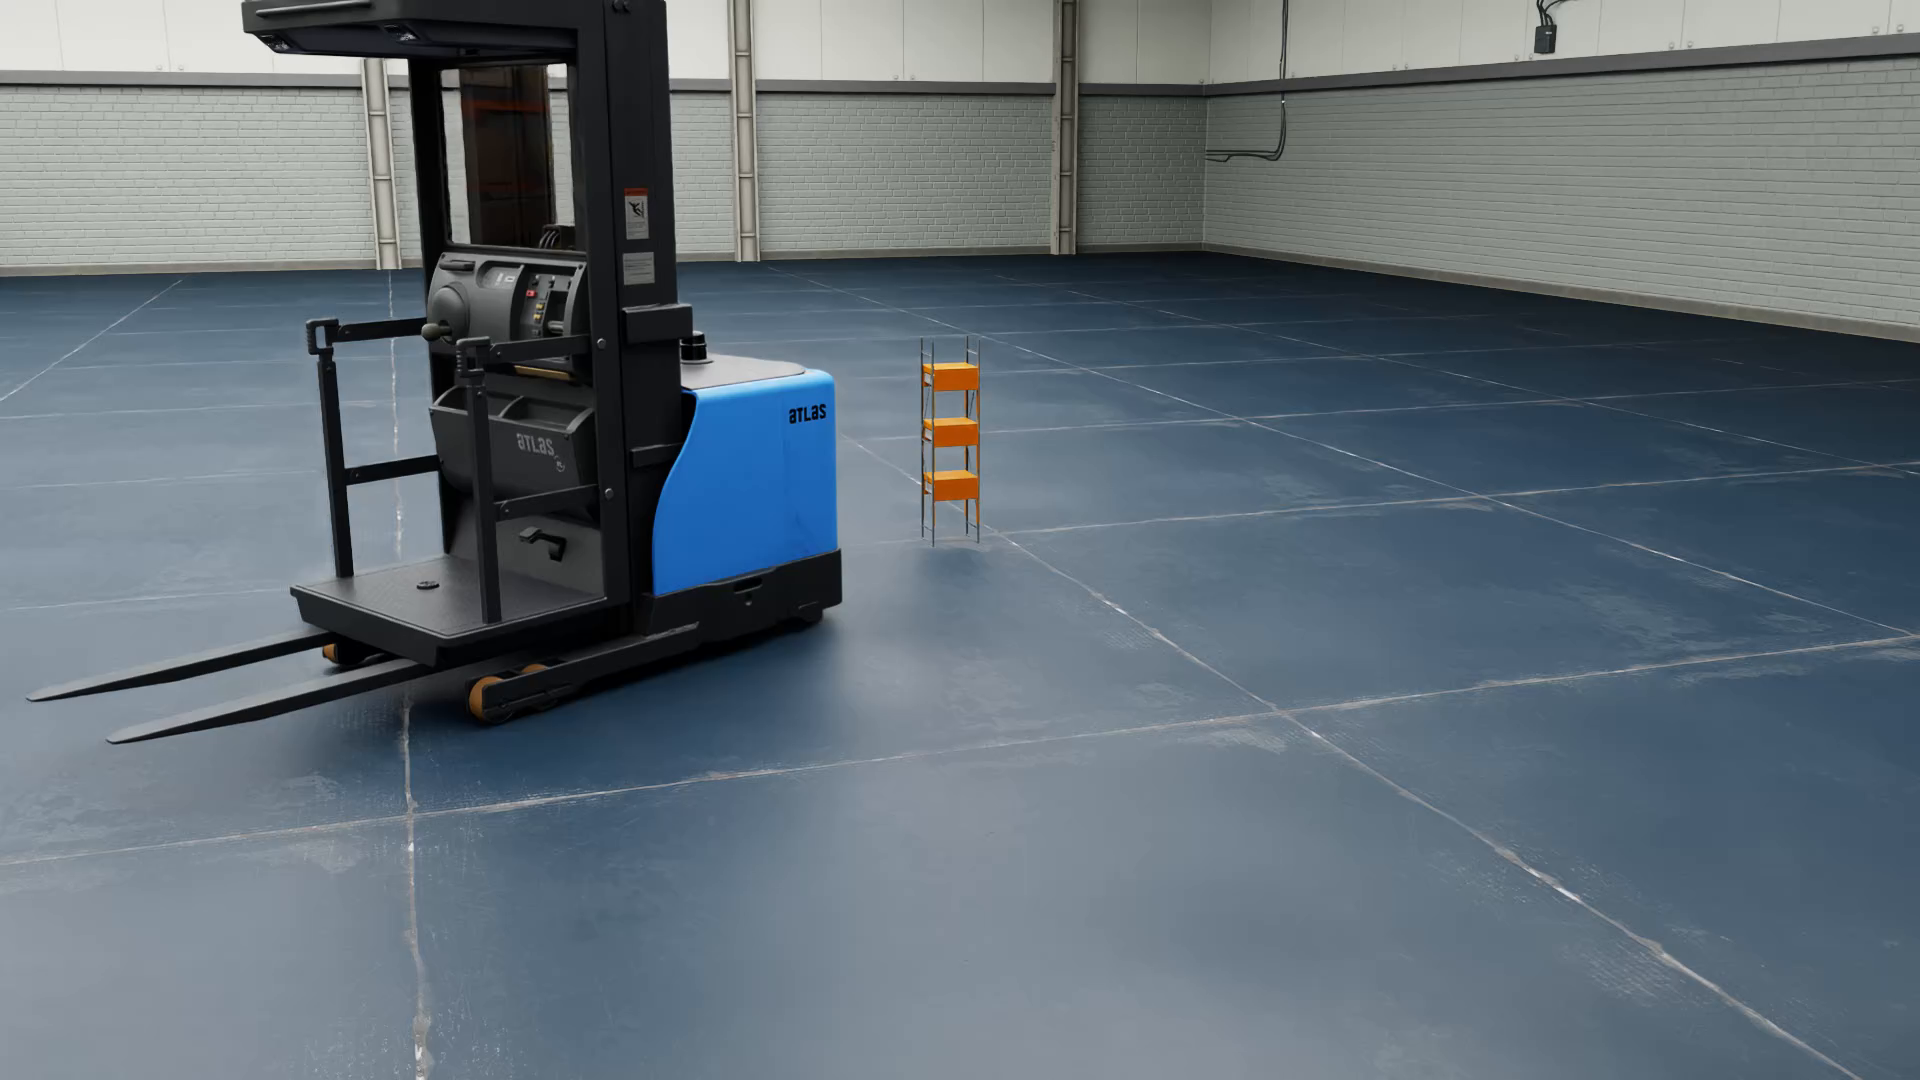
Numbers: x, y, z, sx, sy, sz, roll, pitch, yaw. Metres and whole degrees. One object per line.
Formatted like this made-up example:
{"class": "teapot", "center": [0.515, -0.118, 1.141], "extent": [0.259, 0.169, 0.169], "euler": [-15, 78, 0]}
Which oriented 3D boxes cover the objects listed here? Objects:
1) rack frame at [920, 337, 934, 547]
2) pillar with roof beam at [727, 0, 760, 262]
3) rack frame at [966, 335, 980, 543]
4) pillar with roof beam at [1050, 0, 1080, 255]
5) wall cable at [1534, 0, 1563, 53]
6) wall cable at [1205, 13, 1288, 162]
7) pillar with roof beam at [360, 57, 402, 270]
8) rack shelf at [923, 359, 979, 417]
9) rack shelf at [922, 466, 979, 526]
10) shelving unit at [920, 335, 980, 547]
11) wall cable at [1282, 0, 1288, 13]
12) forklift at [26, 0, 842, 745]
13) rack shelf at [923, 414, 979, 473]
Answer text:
{"class": "rack frame", "center": [-0.166, -0.498, 8.467], "extent": [0.008, 1.050, 0.200], "euler": [-4, 14, -18]}
{"class": "pillar with roof beam", "center": [-2.381, -8.365, 24.365], "extent": [0.400, 9.000, 9.100], "euler": [-4, 14, -18]}
{"class": "rack frame", "center": [0.065, -0.516, 8.543], "extent": [0.008, 1.050, 0.200], "euler": [-4, 14, -18]}
{"class": "pillar with roof beam", "center": [3.306, -8.808, 26.227], "extent": [0.400, 9.000, 9.100], "euler": [-4, 14, -18]}
{"class": "wall cable", "center": [8.160, -9.251, 20.739], "extent": [0.169, 6.003, 2.305], "euler": [-4, 14, -18]}
{"class": "wall cable", "center": [5.147, -8.169, 30.250], "extent": [0.112, 2.526, 3.097], "euler": [-4, 14, -18]}
{"class": "pillar with roof beam", "center": [-8.067, -7.922, 22.503], "extent": [0.400, 9.000, 9.100], "euler": [-4, 14, -18]}
{"class": "rack shelf", "center": [-0.051, -0.773, 8.441], "extent": [0.240, 0.259, 0.215], "euler": [-4, 14, -18]}
{"class": "rack shelf", "center": [-0.051, -0.226, 8.571], "extent": [0.240, 0.259, 0.215], "euler": [-4, 14, -18]}
{"class": "shelving unit", "center": [-0.051, -0.507, 8.505], "extent": [0.252, 1.050, 0.215], "euler": [-4, 14, -18]}
{"class": "wall cable", "center": [6.010, -10.033, 27.172], "extent": [0.112, 2.526, 3.097], "euler": [-4, 14, -18]}
{"class": "forklift", "center": [-1.852, -0.905, 6.115], "extent": [1.130, 2.935, 3.031], "euler": [11, 17, 39]}
{"class": "rack shelf", "center": [-0.051, -0.497, 8.507], "extent": [0.240, 0.259, 0.215], "euler": [-4, 14, -18]}
